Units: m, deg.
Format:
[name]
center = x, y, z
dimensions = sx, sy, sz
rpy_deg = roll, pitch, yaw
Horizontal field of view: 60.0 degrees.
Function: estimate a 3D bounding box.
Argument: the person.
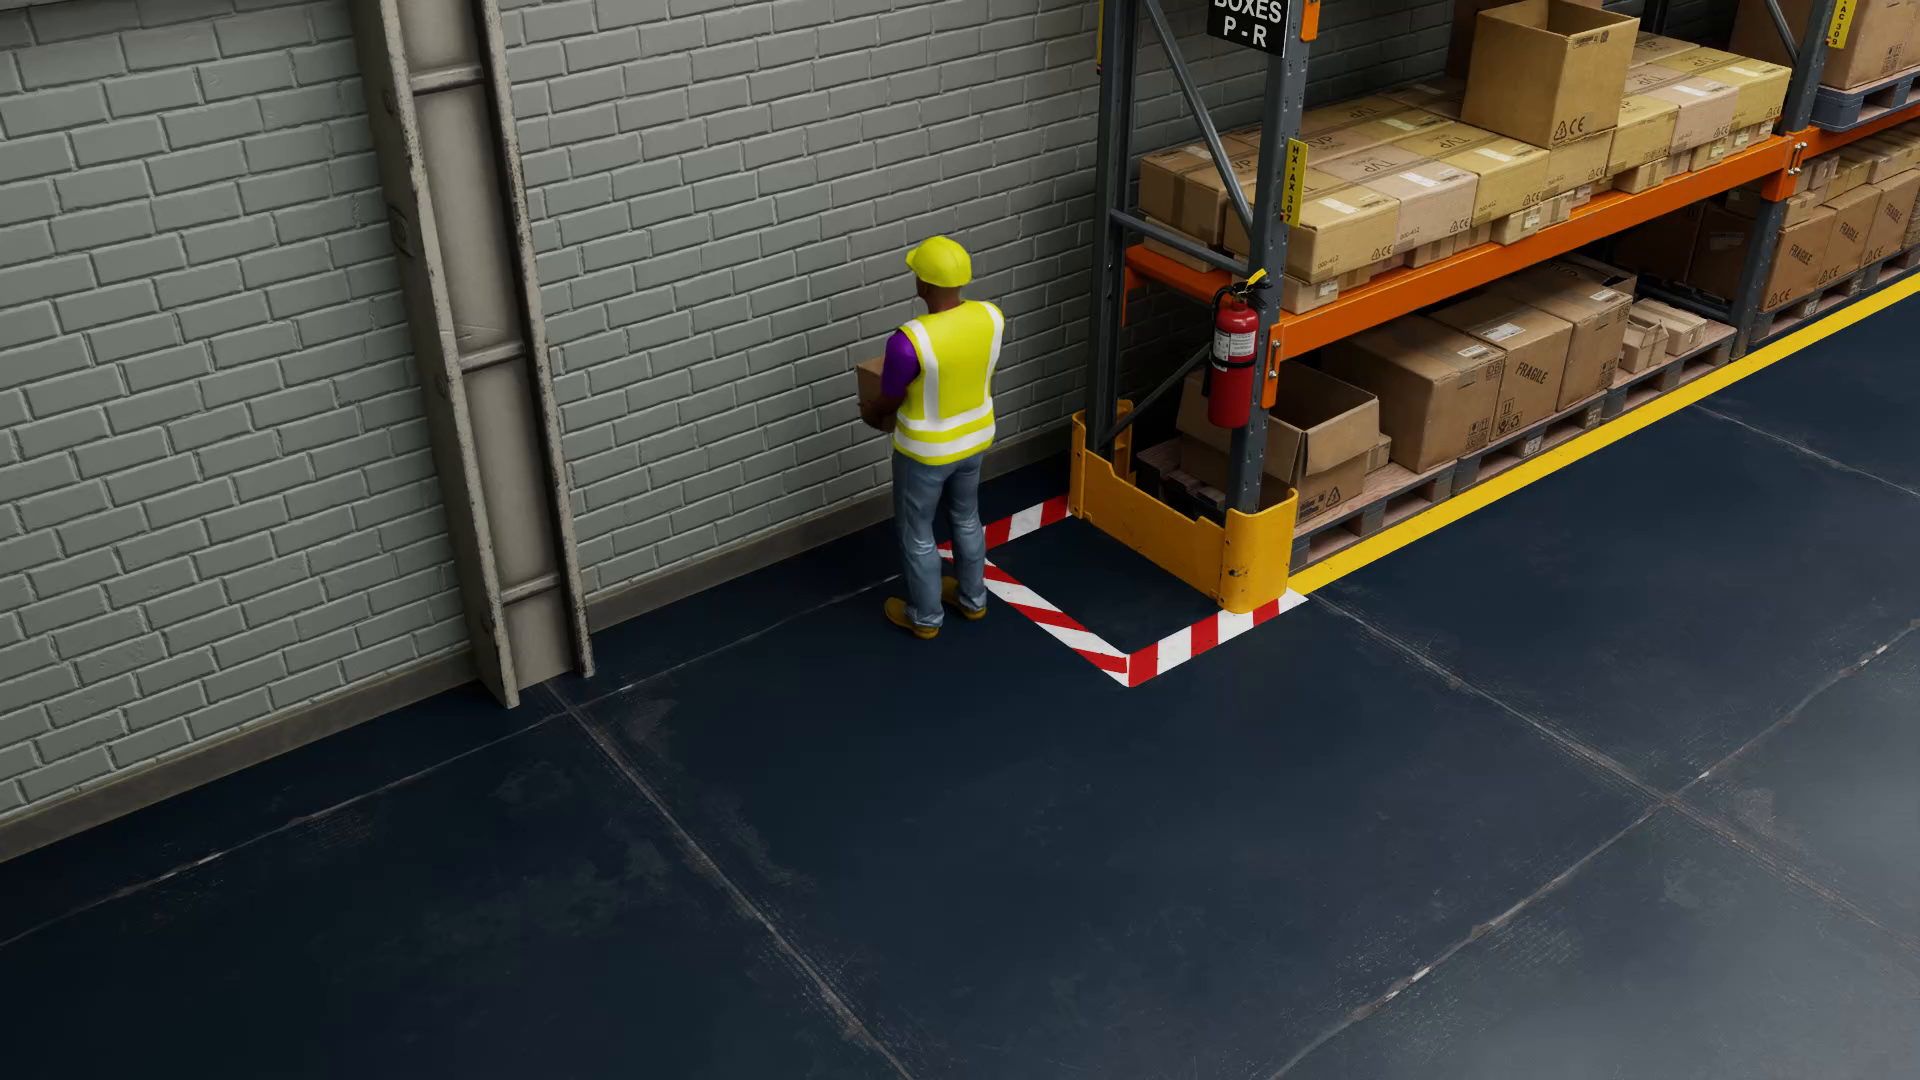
[person]
center = -0.116, -0.404, 6.770
dimensions = 0.635, 1.756, 0.458
rpy_deg = -25, 40, -34
